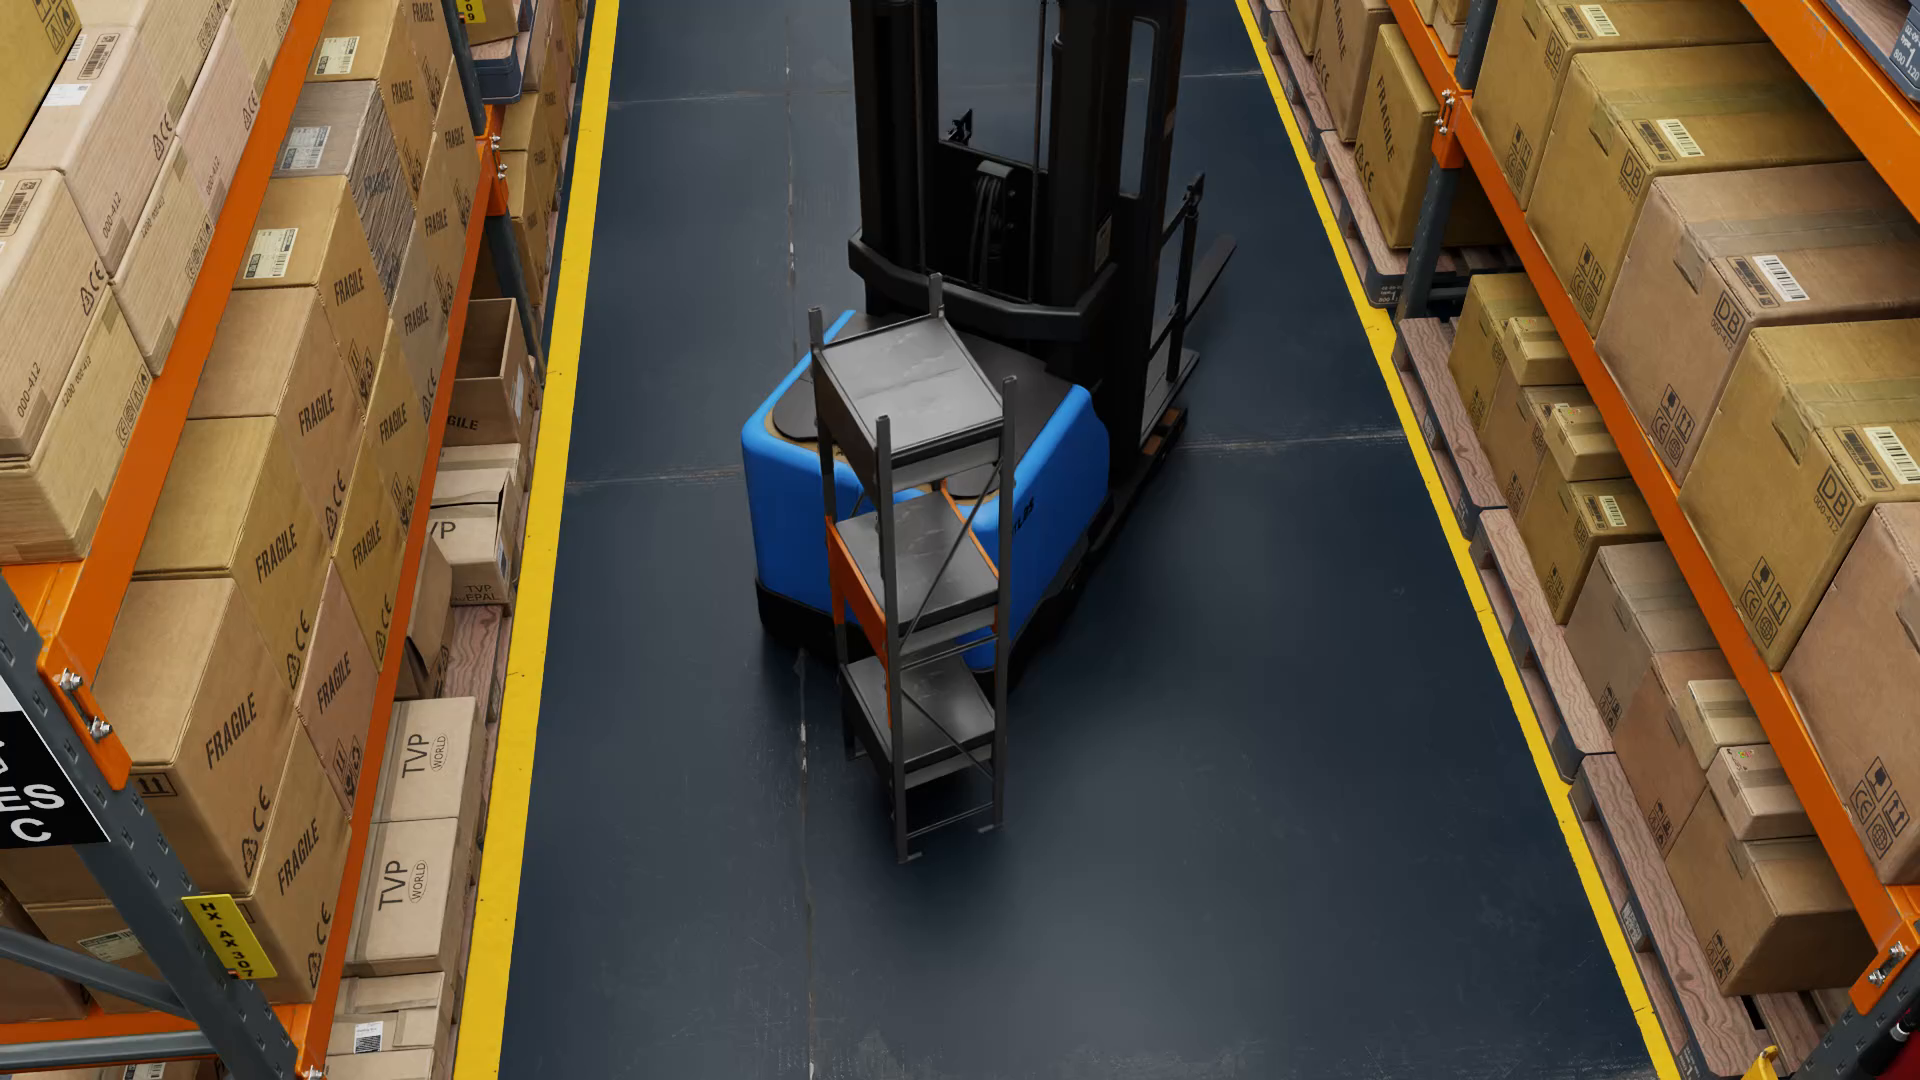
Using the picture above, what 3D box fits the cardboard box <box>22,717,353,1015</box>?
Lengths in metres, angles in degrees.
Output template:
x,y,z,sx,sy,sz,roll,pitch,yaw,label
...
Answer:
x,y,z,sx,sy,sz,roll,pitch,yaw,label
-1.827,0.785,4.009,0.500,0.500,0.500,-3,47,-2,cardboard box

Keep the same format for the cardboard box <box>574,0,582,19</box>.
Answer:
x,y,z,sx,sy,sz,roll,pitch,yaw,label
-2.410,-3.261,9.328,0.500,0.500,0.500,-2,47,-2,cardboard box

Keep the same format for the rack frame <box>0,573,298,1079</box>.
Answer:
x,y,z,sx,sy,sz,roll,pitch,yaw,label
-2.053,1.156,3.726,1.000,3.000,0.127,-3,47,-3,rack frame

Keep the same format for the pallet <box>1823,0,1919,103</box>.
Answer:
x,y,z,sx,sy,sz,roll,pitch,yaw,label
2.705,-1.570,4.302,1.003,0.211,1.213,-3,47,-3,pallet

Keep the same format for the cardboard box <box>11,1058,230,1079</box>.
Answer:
x,y,z,sx,sy,sz,roll,pitch,yaw,label
-2.344,1.486,4.832,0.500,0.500,0.500,-3,47,-3,cardboard box

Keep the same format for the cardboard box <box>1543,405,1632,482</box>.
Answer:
x,y,z,sx,sy,sz,roll,pitch,yaw,label
2.399,-0.366,6.153,0.380,0.149,0.250,-5,47,-4,cardboard box

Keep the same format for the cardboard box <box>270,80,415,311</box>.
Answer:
x,y,z,sx,sy,sz,roll,pitch,yaw,label
-2.000,-1.031,5.039,0.500,0.500,0.500,-3,47,-3,cardboard box

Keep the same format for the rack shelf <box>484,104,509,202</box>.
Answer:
x,y,z,sx,sy,sz,roll,pitch,yaw,label
-2.555,-2.938,8.098,1.077,0.370,4.000,-3,47,-3,rack shelf

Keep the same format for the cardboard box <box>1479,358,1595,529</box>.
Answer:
x,y,z,sx,sy,sz,roll,pitch,yaw,label
2.547,-0.416,6.647,0.700,0.500,0.500,-4,47,-4,cardboard box

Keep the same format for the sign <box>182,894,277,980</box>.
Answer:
x,y,z,sx,sy,sz,roll,pitch,yaw,label
-1.512,0.825,3.443,0.100,0.325,0.005,-3,47,-3,sign

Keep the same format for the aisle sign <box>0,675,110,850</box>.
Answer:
x,y,z,sx,sy,sz,roll,pitch,yaw,label
-1.755,0.294,2.752,0.394,0.787,0.004,-3,47,-3,aisle sign

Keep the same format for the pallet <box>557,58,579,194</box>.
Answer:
x,y,z,sx,sy,sz,roll,pitch,yaw,label
-2.599,-2.250,8.872,1.003,0.211,1.213,-3,47,-3,pallet

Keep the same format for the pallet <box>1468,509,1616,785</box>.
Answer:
x,y,z,sx,sy,sz,roll,pitch,yaw,label
2.639,0.357,6.403,1.003,0.211,1.213,-3,47,-3,pallet

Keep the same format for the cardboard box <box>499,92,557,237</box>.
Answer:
x,y,z,sx,sy,sz,roll,pitch,yaw,label
-2.241,-1.780,7.925,0.500,0.500,0.500,-3,47,-3,cardboard box

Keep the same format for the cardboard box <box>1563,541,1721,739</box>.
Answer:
x,y,z,sx,sy,sz,roll,pitch,yaw,label
2.640,0.341,5.930,0.700,0.500,0.500,-5,47,-5,cardboard box

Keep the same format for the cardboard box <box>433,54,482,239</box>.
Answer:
x,y,z,sx,sy,sz,roll,pitch,yaw,label
-2.090,-1.426,6.103,0.500,0.500,0.500,-3,47,-3,cardboard box

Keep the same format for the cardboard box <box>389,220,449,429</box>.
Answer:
x,y,z,sx,sy,sz,roll,pitch,yaw,label
-2.000,-0.682,5.398,0.500,0.500,0.500,-3,47,-2,cardboard box

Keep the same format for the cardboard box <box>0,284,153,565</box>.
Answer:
x,y,z,sx,sy,sz,roll,pitch,yaw,label
-1.843,-0.211,3.058,0.500,0.250,0.500,-3,47,-3,cardboard box

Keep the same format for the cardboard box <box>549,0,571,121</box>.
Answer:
x,y,z,sx,sy,sz,roll,pitch,yaw,label
-2.317,-2.508,8.614,0.500,0.500,0.500,-5,47,-5,cardboard box

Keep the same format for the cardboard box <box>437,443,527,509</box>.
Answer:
x,y,z,sx,sy,sz,roll,pitch,yaw,label
-1.966,-0.246,6.714,0.380,0.149,0.250,-3,47,-3,cardboard box

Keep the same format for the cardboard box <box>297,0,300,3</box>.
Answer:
x,y,z,sx,sy,sz,roll,pitch,yaw,label
-2.000,-1.659,4.429,0.500,0.250,0.500,-3,47,-3,cardboard box

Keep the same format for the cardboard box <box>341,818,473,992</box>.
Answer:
x,y,z,sx,sy,sz,roll,pitch,yaw,label
-1.858,1.178,5.296,0.500,0.250,0.500,-3,47,-3,cardboard box

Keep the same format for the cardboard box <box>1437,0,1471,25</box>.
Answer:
x,y,z,sx,sy,sz,roll,pitch,yaw,label
2.258,-2.504,6.905,0.500,0.500,0.500,-4,47,-4,cardboard box

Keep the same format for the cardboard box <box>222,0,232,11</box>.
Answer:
x,y,z,sx,sy,sz,roll,pitch,yaw,label
-1.957,-1.469,3.905,0.500,0.250,0.500,-3,47,-3,cardboard box

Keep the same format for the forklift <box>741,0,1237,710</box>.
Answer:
x,y,z,sx,sy,sz,roll,pitch,yaw,label
0.338,-1.439,6.231,1.130,2.935,3.031,20,50,18,forklift

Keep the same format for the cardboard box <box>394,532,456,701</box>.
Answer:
x,y,z,sx,sy,sz,roll,pitch,yaw,label
-2.225,0.328,5.926,0.797,0.503,0.637,-3,47,-3,cardboard box

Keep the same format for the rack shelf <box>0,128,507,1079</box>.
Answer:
x,y,z,sx,sy,sz,roll,pitch,yaw,label
-2.220,-0.044,5.357,1.077,0.370,4.000,-3,47,-3,rack shelf

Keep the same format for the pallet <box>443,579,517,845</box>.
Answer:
x,y,z,sx,sy,sz,roll,pitch,yaw,label
-2.226,0.603,6.171,1.003,0.211,1.213,-3,47,-3,pallet

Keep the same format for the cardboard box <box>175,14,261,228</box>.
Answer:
x,y,z,sx,sy,sz,roll,pitch,yaw,label
-1.915,-0.935,3.744,0.500,0.250,0.500,-3,47,-3,cardboard box

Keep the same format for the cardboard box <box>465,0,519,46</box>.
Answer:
x,y,z,sx,sy,sz,roll,pitch,yaw,label
-2.205,-2.273,6.615,0.700,0.500,0.500,-18,49,-16,cardboard box

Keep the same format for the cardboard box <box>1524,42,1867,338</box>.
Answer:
x,y,z,sx,sy,sz,roll,pitch,yaw,label
2.633,-1.223,5.772,0.980,0.700,0.700,-5,47,-4,cardboard box

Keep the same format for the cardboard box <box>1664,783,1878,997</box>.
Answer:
x,y,z,sx,sy,sz,roll,pitch,yaw,label
2.725,1.067,5.242,0.700,0.500,0.500,-3,47,-3,cardboard box

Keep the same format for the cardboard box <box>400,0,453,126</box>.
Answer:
x,y,z,sx,sy,sz,roll,pitch,yaw,label
-2.087,-1.766,5.736,0.500,0.500,0.500,-3,47,-3,cardboard box

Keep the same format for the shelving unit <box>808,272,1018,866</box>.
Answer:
x,y,z,sx,sy,sz,roll,pitch,yaw,label
-0.135,0.189,5.261,0.431,2.100,0.503,-18,49,-17,shelving unit

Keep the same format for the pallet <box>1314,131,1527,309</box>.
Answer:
x,y,z,sx,sy,sz,roll,pitch,yaw,label
2.409,-1.637,8.291,1.003,0.211,1.213,-3,47,-3,pallet

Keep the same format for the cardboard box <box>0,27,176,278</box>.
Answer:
x,y,z,sx,sy,sz,roll,pitch,yaw,label
-1.871,-0.746,3.220,0.500,0.250,0.500,-3,47,-3,cardboard box

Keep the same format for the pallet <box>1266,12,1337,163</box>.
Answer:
x,y,z,sx,sy,sz,roll,pitch,yaw,label
2.303,-2.521,9.129,1.003,0.211,1.213,-3,47,-3,pallet

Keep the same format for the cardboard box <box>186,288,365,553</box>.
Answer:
x,y,z,sx,sy,sz,roll,pitch,yaw,label
-1.916,-0.299,4.347,0.500,0.500,0.500,-3,47,-3,cardboard box

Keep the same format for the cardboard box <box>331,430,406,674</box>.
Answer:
x,y,z,sx,sy,sz,roll,pitch,yaw,label
-1.915,0.048,4.706,0.500,0.500,0.500,-4,47,-3,cardboard box

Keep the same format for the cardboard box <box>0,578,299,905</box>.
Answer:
x,y,z,sx,sy,sz,roll,pitch,yaw,label
-1.827,0.441,3.646,0.500,0.500,0.500,-2,47,-2,cardboard box

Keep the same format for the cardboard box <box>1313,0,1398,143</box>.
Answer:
x,y,z,sx,sy,sz,roll,pitch,yaw,label
2.287,-2.552,8.429,0.750,0.750,0.750,-2,47,-2,cardboard box

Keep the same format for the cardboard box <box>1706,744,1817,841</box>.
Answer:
x,y,z,sx,sy,sz,roll,pitch,yaw,label
2.532,0.762,5.084,0.380,0.149,0.250,-4,47,-4,cardboard box

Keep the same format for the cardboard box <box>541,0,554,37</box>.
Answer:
x,y,z,sx,sy,sz,roll,pitch,yaw,label
-2.312,-2.739,8.317,0.500,0.250,0.500,-4,47,-4,cardboard box

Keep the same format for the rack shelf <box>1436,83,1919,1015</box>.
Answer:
x,y,z,sx,sy,sz,roll,pitch,yaw,label
2.716,-0.347,5.645,1.077,0.370,4.000,-3,47,-3,rack shelf

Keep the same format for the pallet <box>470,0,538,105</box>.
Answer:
x,y,z,sx,sy,sz,roll,pitch,yaw,label
-2.346,-2.257,7.090,1.003,0.211,1.213,-3,47,-3,pallet

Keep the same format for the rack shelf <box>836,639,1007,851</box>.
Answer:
x,y,z,sx,sy,sz,roll,pitch,yaw,label
-0.135,0.680,5.779,0.431,0.518,0.480,-18,49,-17,rack shelf

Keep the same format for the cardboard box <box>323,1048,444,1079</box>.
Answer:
x,y,z,sx,sy,sz,roll,pitch,yaw,label
-1.746,1.661,4.908,0.380,0.149,0.250,-3,47,-3,cardboard box

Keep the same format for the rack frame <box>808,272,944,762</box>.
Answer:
x,y,z,sx,sy,sz,roll,pitch,yaw,label
-0.236,0.028,5.414,0.400,2.100,0.015,-18,49,-17,rack frame

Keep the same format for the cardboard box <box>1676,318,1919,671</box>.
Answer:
x,y,z,sx,sy,sz,roll,pitch,yaw,label
2.758,-0.145,4.751,0.980,0.700,0.700,-4,47,-4,cardboard box

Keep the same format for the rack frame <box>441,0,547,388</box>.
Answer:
x,y,z,sx,sy,sz,roll,pitch,yaw,label
-2.388,-1.738,6.467,1.000,3.000,0.127,-3,47,-3,rack frame

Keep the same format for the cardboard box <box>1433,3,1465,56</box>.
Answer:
x,y,z,sx,sy,sz,roll,pitch,yaw,label
2.238,-2.190,7.054,0.380,0.149,0.250,-3,47,-3,cardboard box
